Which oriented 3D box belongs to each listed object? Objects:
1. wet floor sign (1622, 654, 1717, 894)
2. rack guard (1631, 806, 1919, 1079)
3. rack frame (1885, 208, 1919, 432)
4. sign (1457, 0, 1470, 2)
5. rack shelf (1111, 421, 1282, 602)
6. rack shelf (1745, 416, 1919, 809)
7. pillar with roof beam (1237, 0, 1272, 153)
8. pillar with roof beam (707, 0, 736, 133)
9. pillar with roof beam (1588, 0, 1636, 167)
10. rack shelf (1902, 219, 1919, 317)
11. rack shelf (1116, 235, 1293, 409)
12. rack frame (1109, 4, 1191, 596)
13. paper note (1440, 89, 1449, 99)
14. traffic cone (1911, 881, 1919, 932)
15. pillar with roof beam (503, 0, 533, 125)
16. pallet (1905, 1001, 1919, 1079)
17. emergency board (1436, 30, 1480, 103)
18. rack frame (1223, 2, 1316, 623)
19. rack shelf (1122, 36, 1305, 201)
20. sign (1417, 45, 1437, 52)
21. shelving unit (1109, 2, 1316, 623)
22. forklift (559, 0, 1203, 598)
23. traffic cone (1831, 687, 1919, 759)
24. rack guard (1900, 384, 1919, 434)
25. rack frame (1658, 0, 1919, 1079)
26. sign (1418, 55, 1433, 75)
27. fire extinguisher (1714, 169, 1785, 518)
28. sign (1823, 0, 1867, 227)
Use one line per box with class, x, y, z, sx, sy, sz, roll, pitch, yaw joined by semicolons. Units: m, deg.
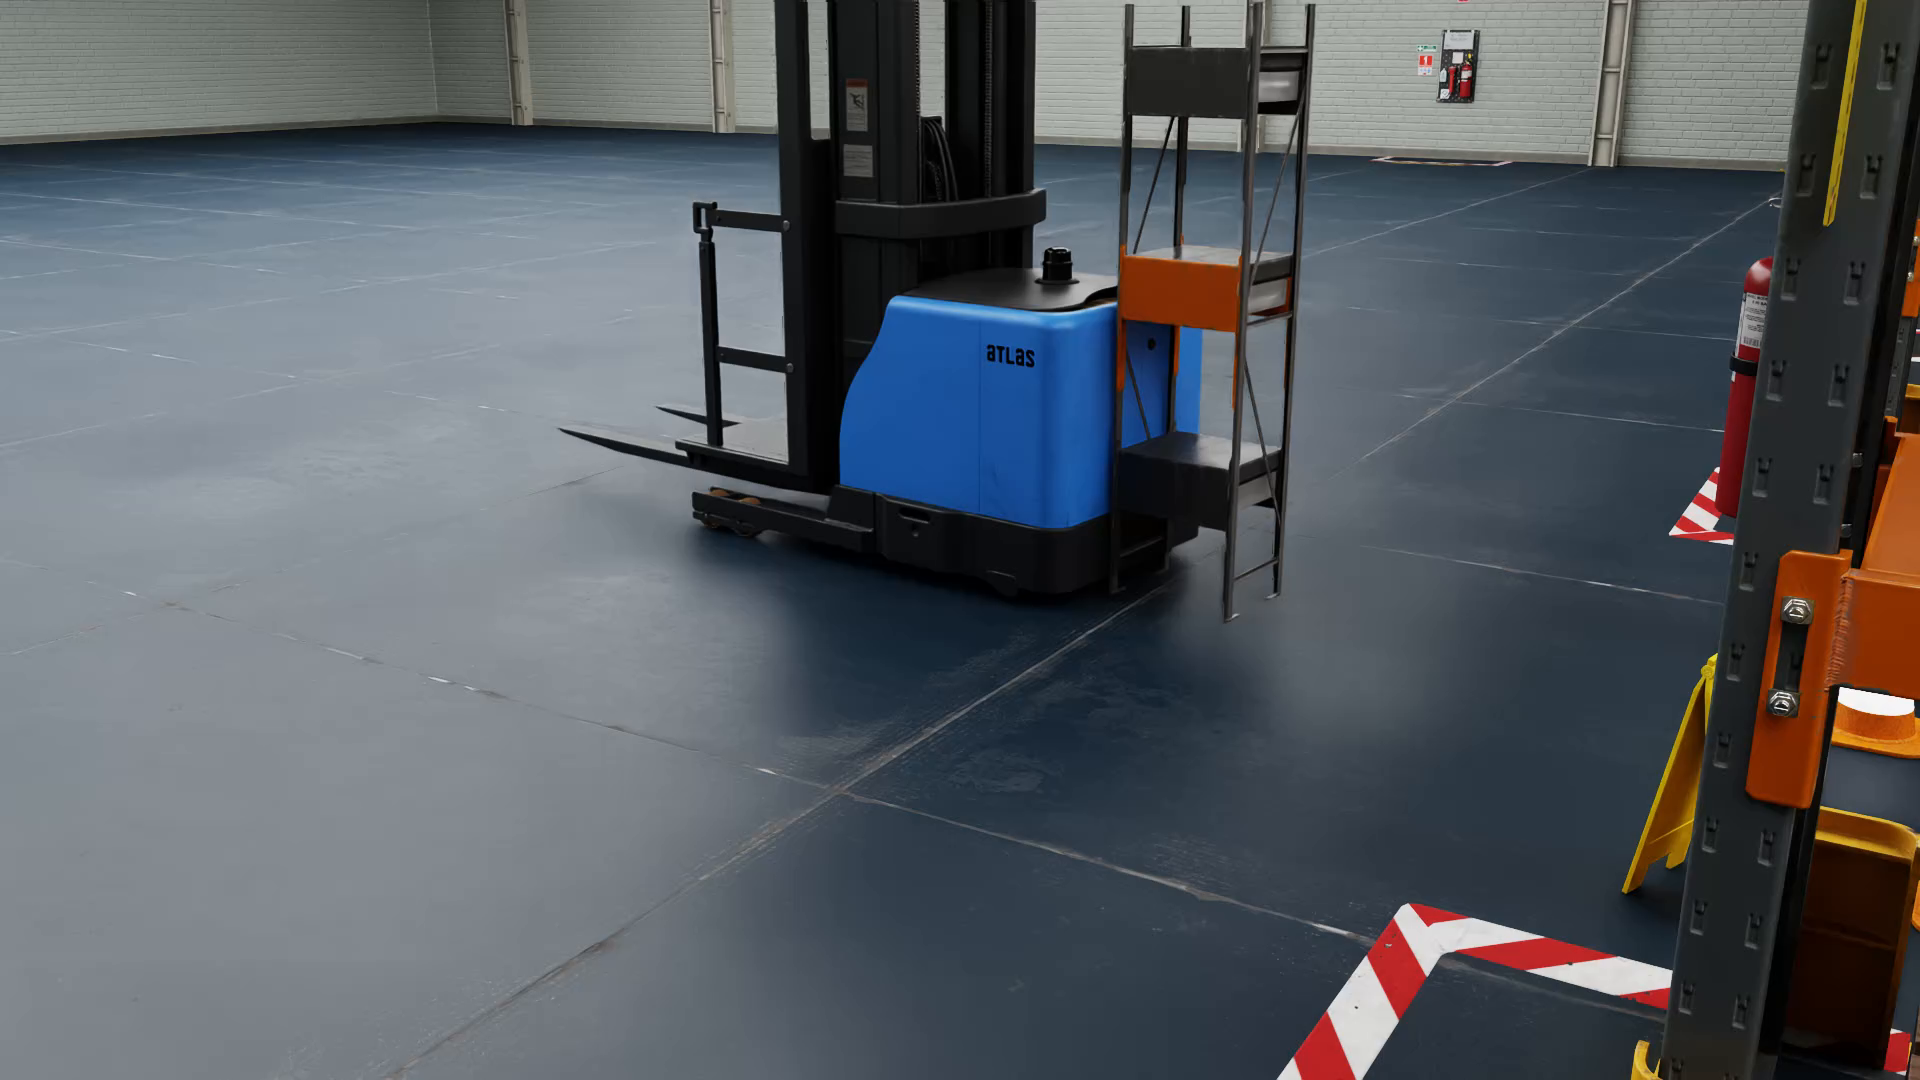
wet floor sign;1.789;0.553;3.951;0.267;0.644;0.232;-13;21;-37
rack guard;1.456;0.928;2.966;0.348;0.500;1.175;10;20;30
rack frame;3.896;-1.521;6.728;0.127;3.000;1.000;10;20;30
sign;8.250;-8.955;27.213;0.199;0.298;0.001;10;20;30
rack shelf;0.877;-0.116;6.106;0.480;0.518;0.431;13;21;37
rack shelf;3.095;0.369;1.744;4.000;0.370;1.077;10;20;30
pillar with roof beam;2.925;-10.152;24.819;0.400;9.000;9.100;10;20;30
pillar with roof beam;-7.300;-11.977;30.828;0.400;9.000;9.100;10;20;30
pillar with roof beam;8.038;-9.239;21.814;0.400;9.000;9.100;10;20;30
rack shelf;5.600;-0.873;5.831;4.000;0.370;1.077;10;20;30
rack shelf;0.877;-0.786;5.903;0.480;0.518;0.431;13;21;37
rack frame;0.686;-0.843;6.045;0.015;2.100;0.400;13;21;37
paper note;8.090;-7.443;27.738;0.142;0.148;0.016;10;20;30
traffic cone;2.433;0.680;3.846;0.334;0.463;0.336;10;20;30
pillar with roof beam;-12.413;-12.890;33.832;0.400;9.000;9.100;10;20;30
pallet;2.130;1.198;2.573;1.213;0.211;1.003;10;20;30
emergency board;8.205;-7.820;27.465;0.643;1.169;0.194;10;20;30
rack frame;1.068;-0.755;5.753;0.015;2.100;0.400;13;21;37
rack shelf;0.877;-1.456;5.700;0.480;0.518;0.431;13;21;37
sign;7.787;-8.197;27.734;0.331;0.109;0.001;10;20;30
shelving unit;0.877;-0.799;5.899;0.503;2.100;0.431;13;21;37
forklift;-0.506;-1.520;6.841;3.031;2.935;1.130;13;21;37
traffic cone;2.724;0.353;4.921;0.334;0.463;0.336;10;20;30
rack guard;3.875;-0.329;7.103;0.348;0.500;1.175;10;20;30
rack frame;1.391;-0.280;2.641;0.127;3.000;1.000;10;20;30
sign;7.788;-7.947;27.820;0.234;0.329;0.001;10;20;30
fire extinguisher;1.535;-0.374;3.085;0.183;0.674;0.296;10;20;30
sign;1.107;-0.559;2.073;0.005;0.325;0.100;10;20;30
